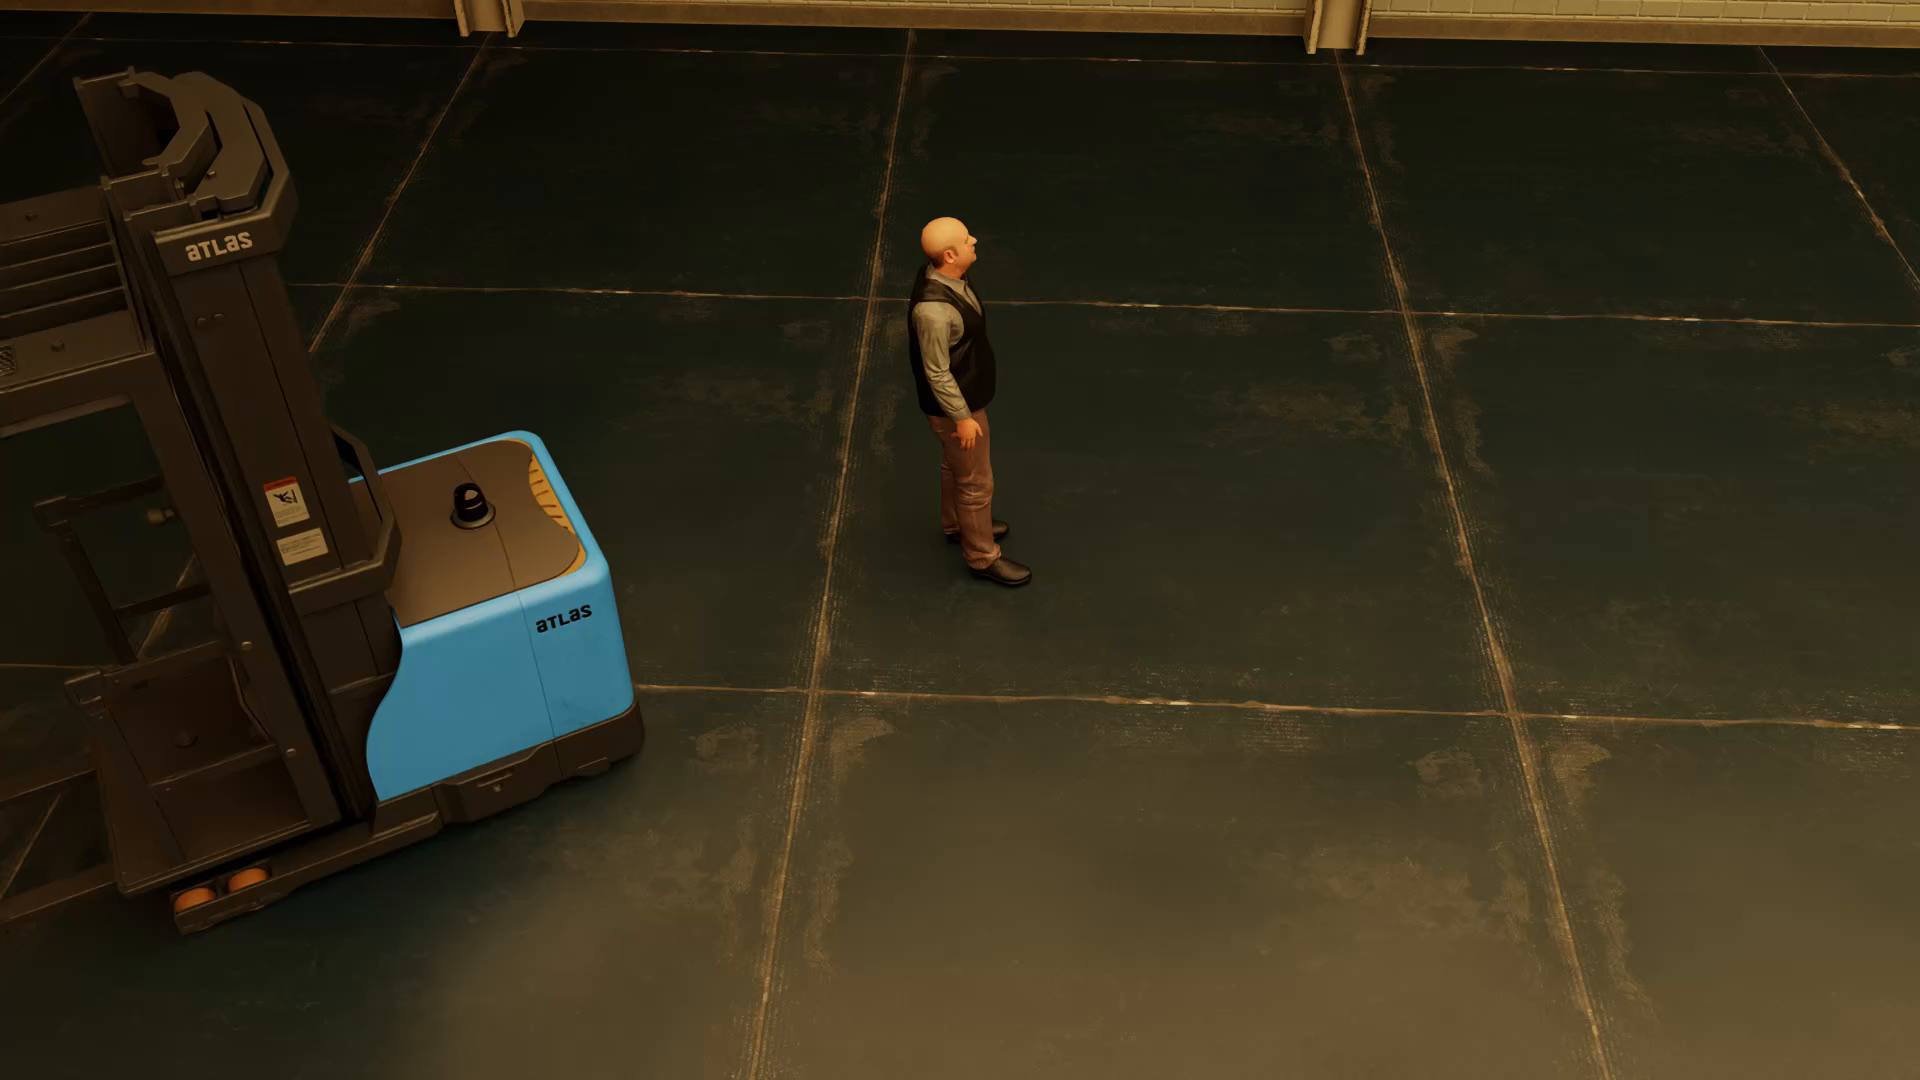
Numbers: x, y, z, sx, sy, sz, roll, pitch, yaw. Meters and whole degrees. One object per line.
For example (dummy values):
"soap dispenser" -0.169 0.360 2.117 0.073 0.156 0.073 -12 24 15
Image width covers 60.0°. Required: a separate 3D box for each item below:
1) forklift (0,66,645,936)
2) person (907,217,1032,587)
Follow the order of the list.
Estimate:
"forklift" -2.857 -0.014 5.757 3.031 2.935 1.130 -19 46 -20
"person" 0.063 -0.634 7.324 0.566 1.722 0.633 2 42 2
